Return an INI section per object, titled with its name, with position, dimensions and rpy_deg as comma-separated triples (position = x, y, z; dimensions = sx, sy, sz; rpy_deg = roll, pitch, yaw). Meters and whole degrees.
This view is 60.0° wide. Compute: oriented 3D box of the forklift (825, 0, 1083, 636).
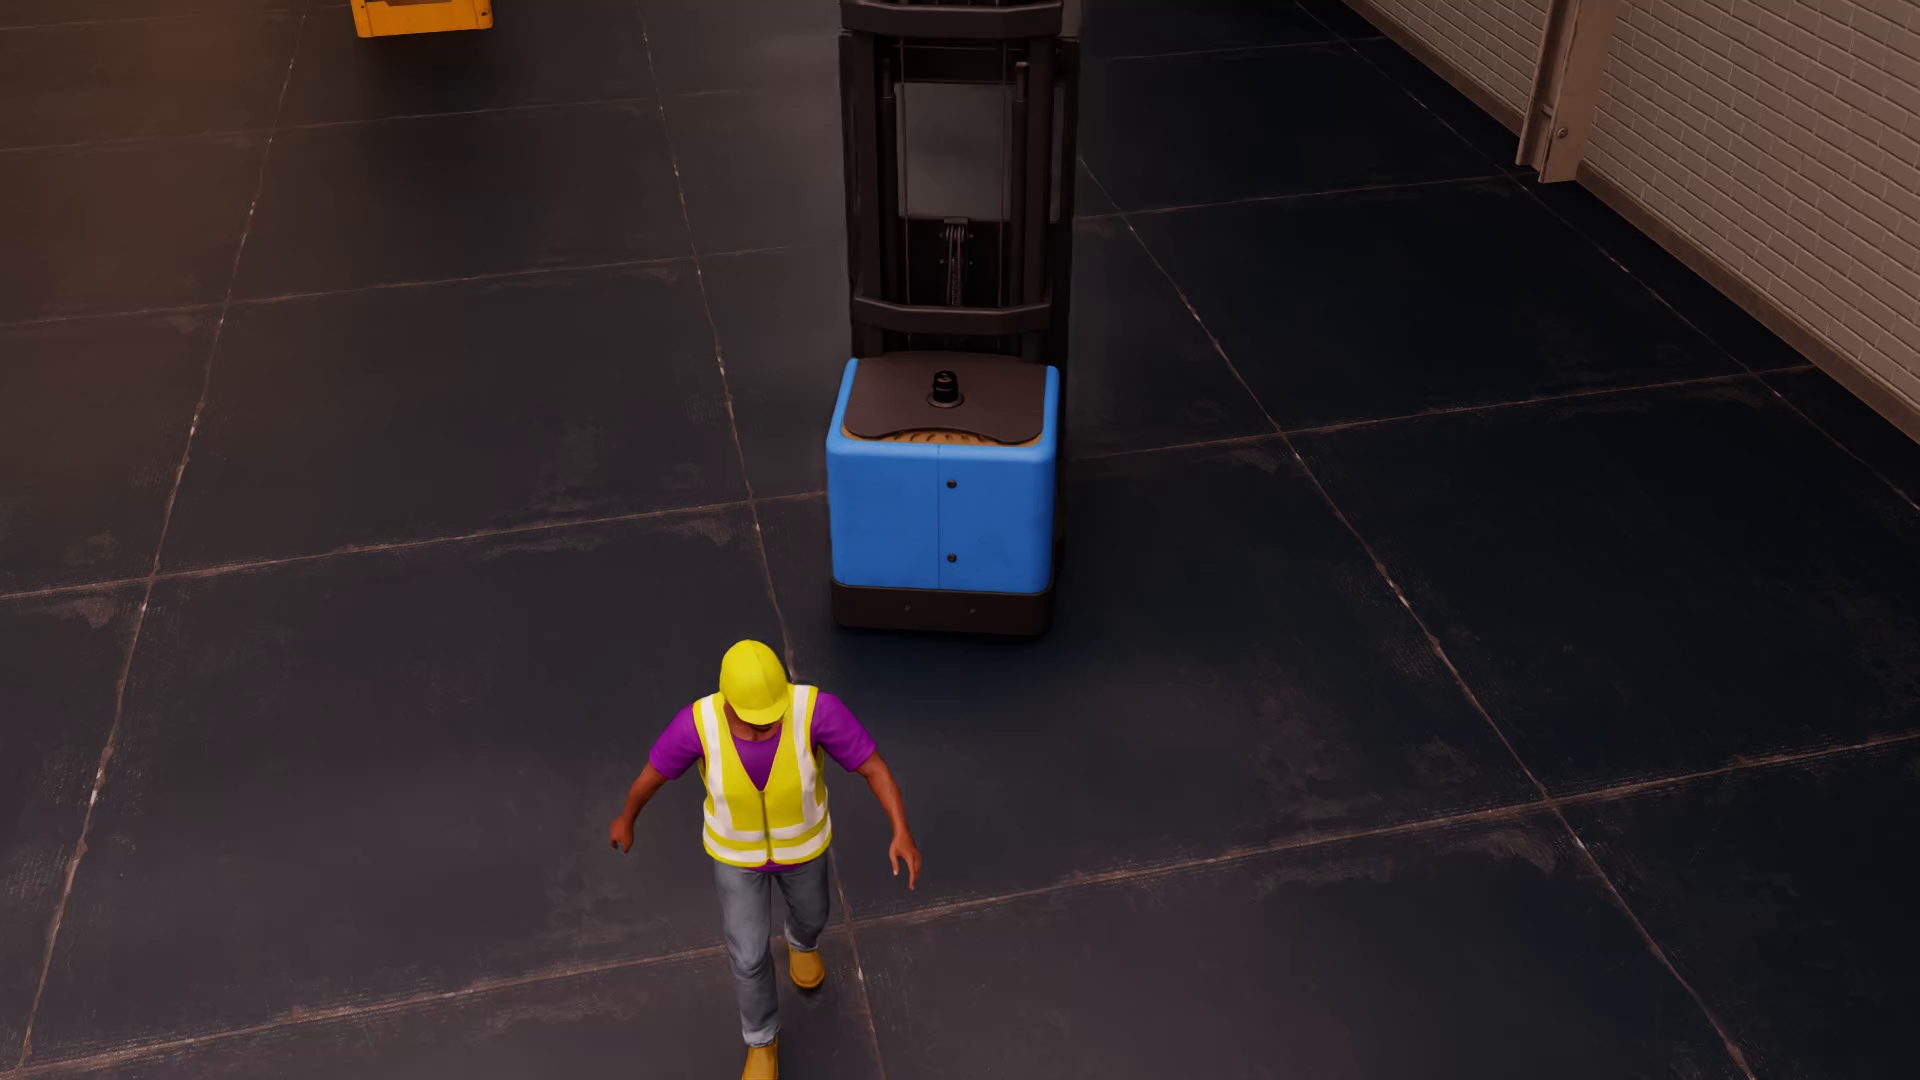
[forklift]
position = 0.017, -1.582, 8.249
dimensions = 1.130, 2.935, 3.031
rpy_deg = 3, 36, 3

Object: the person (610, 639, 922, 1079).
[person]
position = -0.672, 1.055, 5.614
dimensions = 1.020, 1.745, 0.765
rpy_deg = -6, 36, -8
